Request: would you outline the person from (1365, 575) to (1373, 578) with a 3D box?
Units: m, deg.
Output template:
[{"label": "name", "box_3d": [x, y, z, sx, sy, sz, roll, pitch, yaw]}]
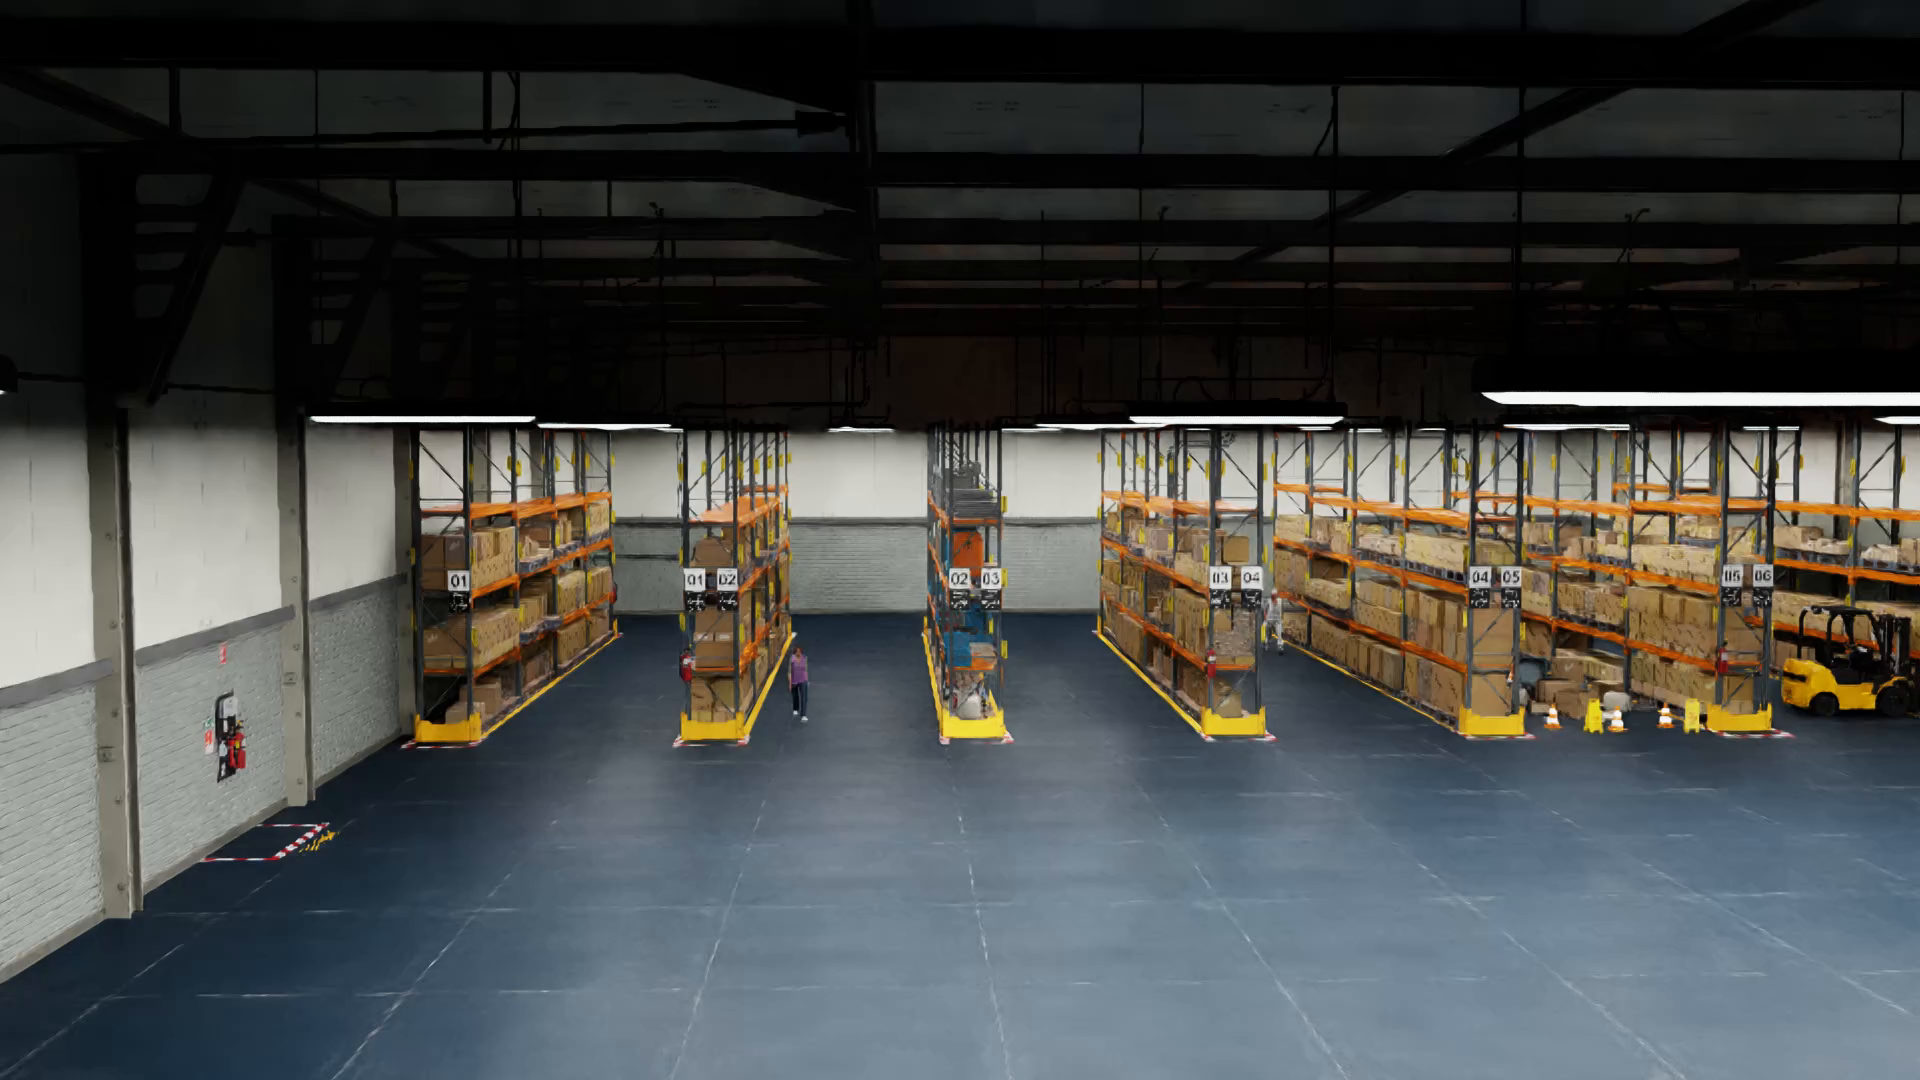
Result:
[{"label": "person", "box_3d": [11.416, 1.870, 46.350, 0.410, 1.748, 0.651, -1, 4, -8]}]

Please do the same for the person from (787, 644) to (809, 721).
[{"label": "person", "box_3d": [-3.236, 2.819, 33.221, 0.419, 1.514, 1.032, 0, 4, -5]}]

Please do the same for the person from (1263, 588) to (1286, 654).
[{"label": "person", "box_3d": [8.157, 2.088, 43.222, 0.553, 1.706, 1.123, 0, 4, 0]}]
